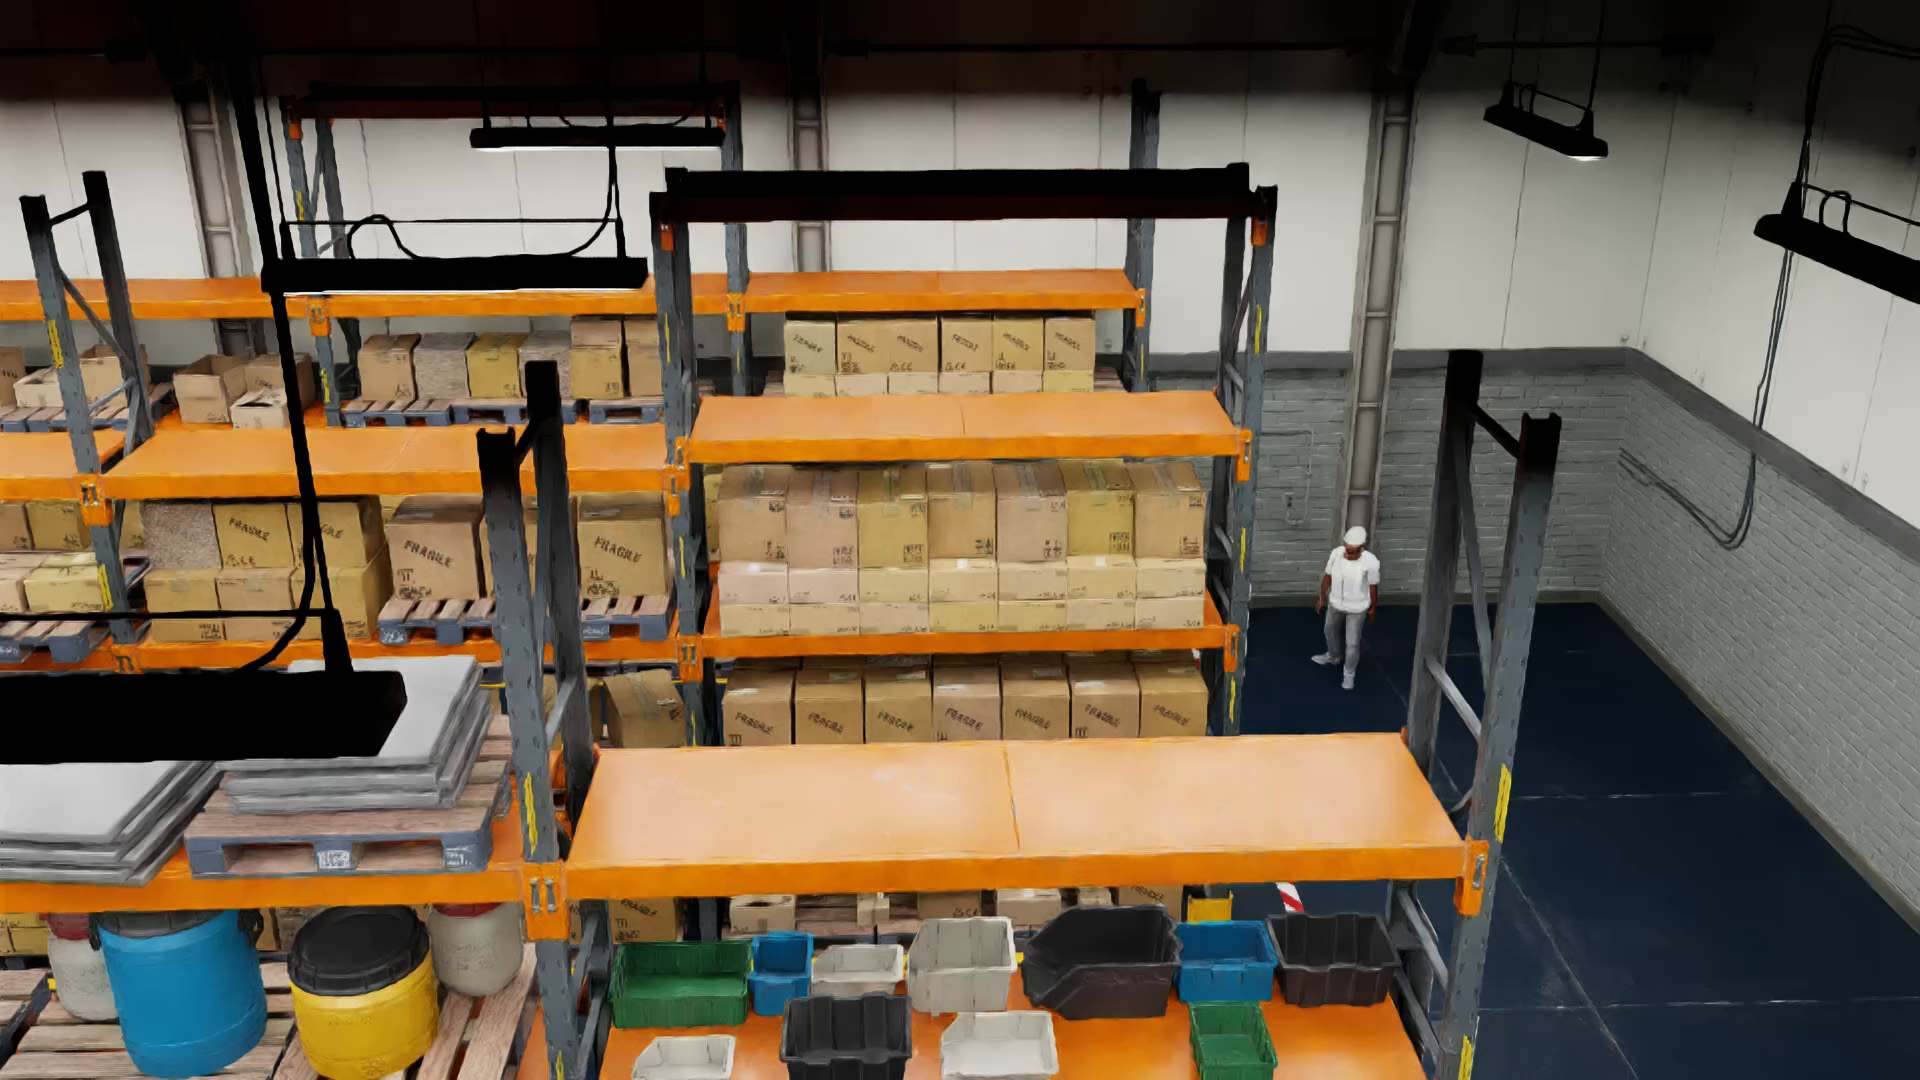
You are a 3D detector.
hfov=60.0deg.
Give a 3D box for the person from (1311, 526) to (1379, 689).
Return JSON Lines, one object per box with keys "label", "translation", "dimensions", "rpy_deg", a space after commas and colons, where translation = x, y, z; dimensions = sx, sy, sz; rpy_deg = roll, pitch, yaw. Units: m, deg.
{"label": "person", "translation": [3.974, 0.623, 17.283], "dimensions": [0.474, 1.762, 0.735], "rpy_deg": [-20, 30, -41]}
